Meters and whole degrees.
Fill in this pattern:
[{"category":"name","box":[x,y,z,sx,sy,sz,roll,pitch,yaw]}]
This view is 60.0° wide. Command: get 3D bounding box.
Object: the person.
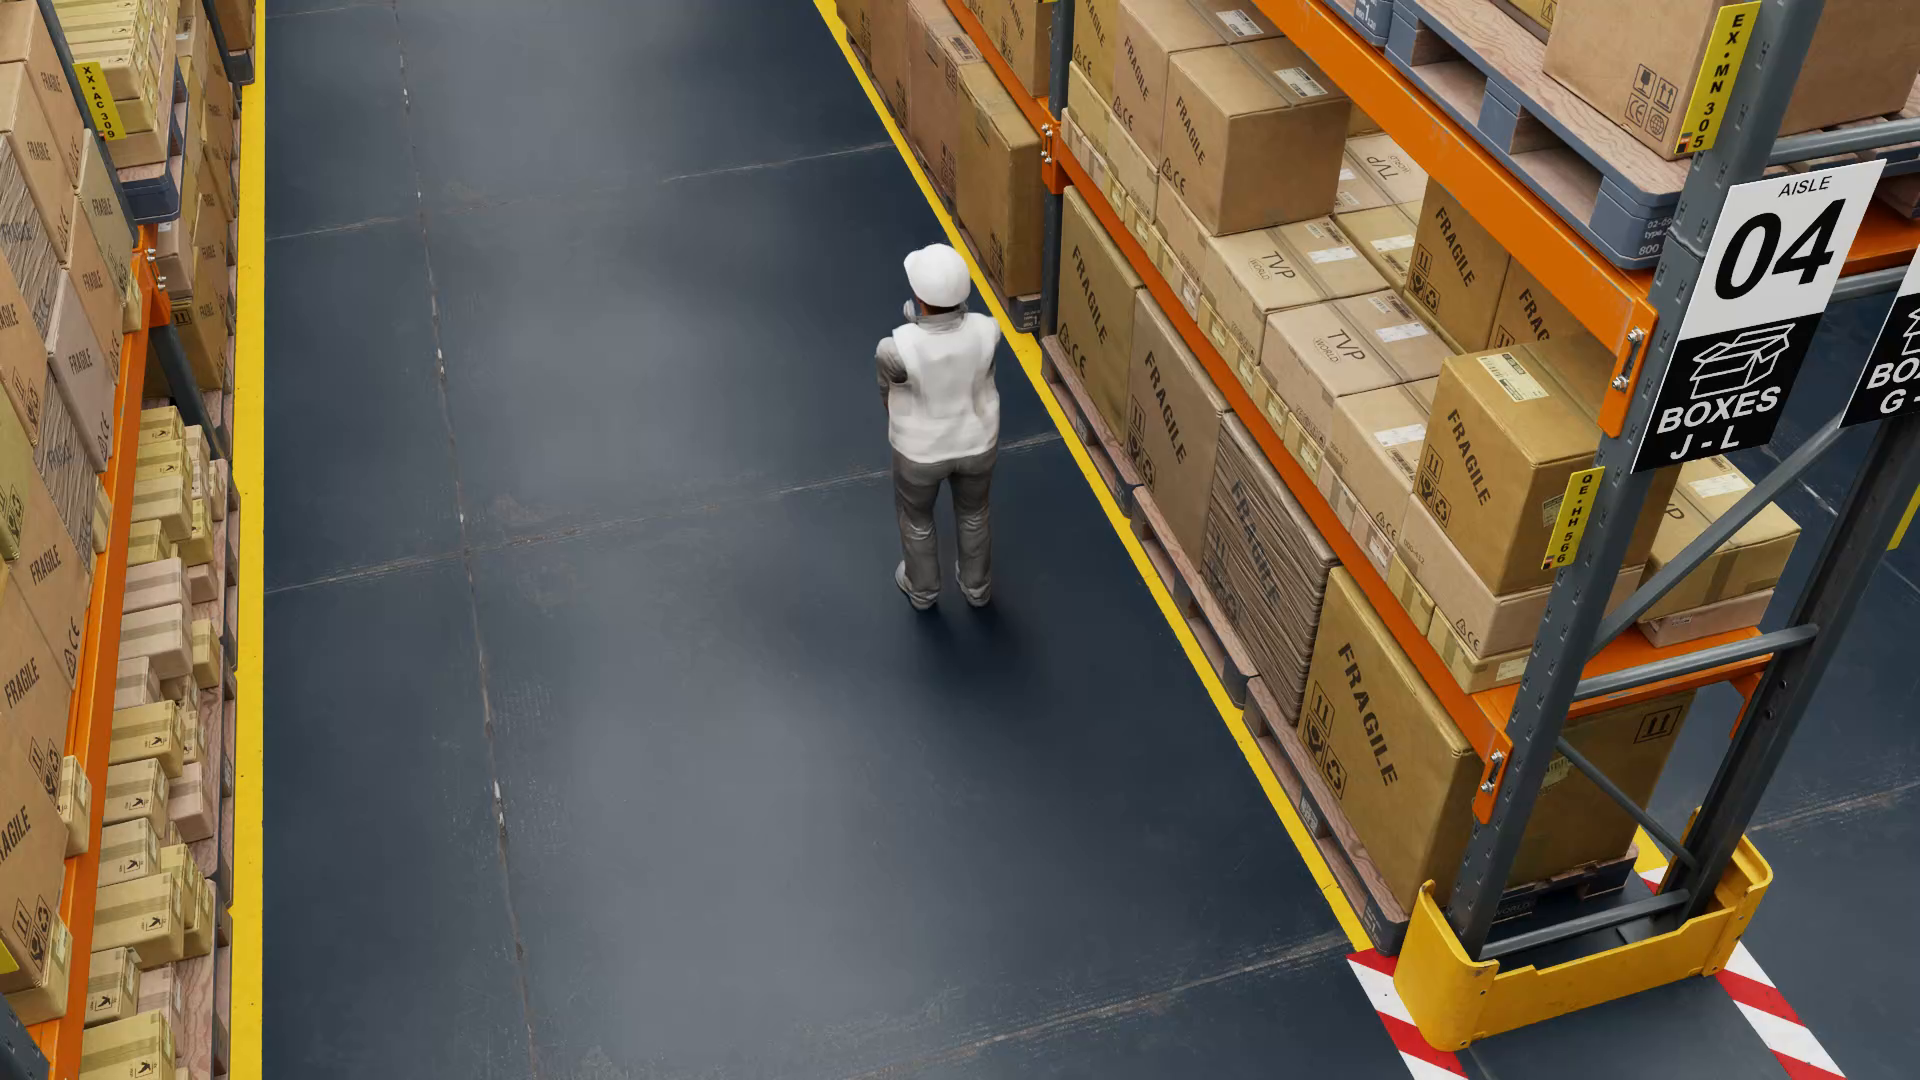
[{"category":"person","box":[-0.106,-0.459,6.655,0.495,1.772,0.549,-12,43,-13]}]
